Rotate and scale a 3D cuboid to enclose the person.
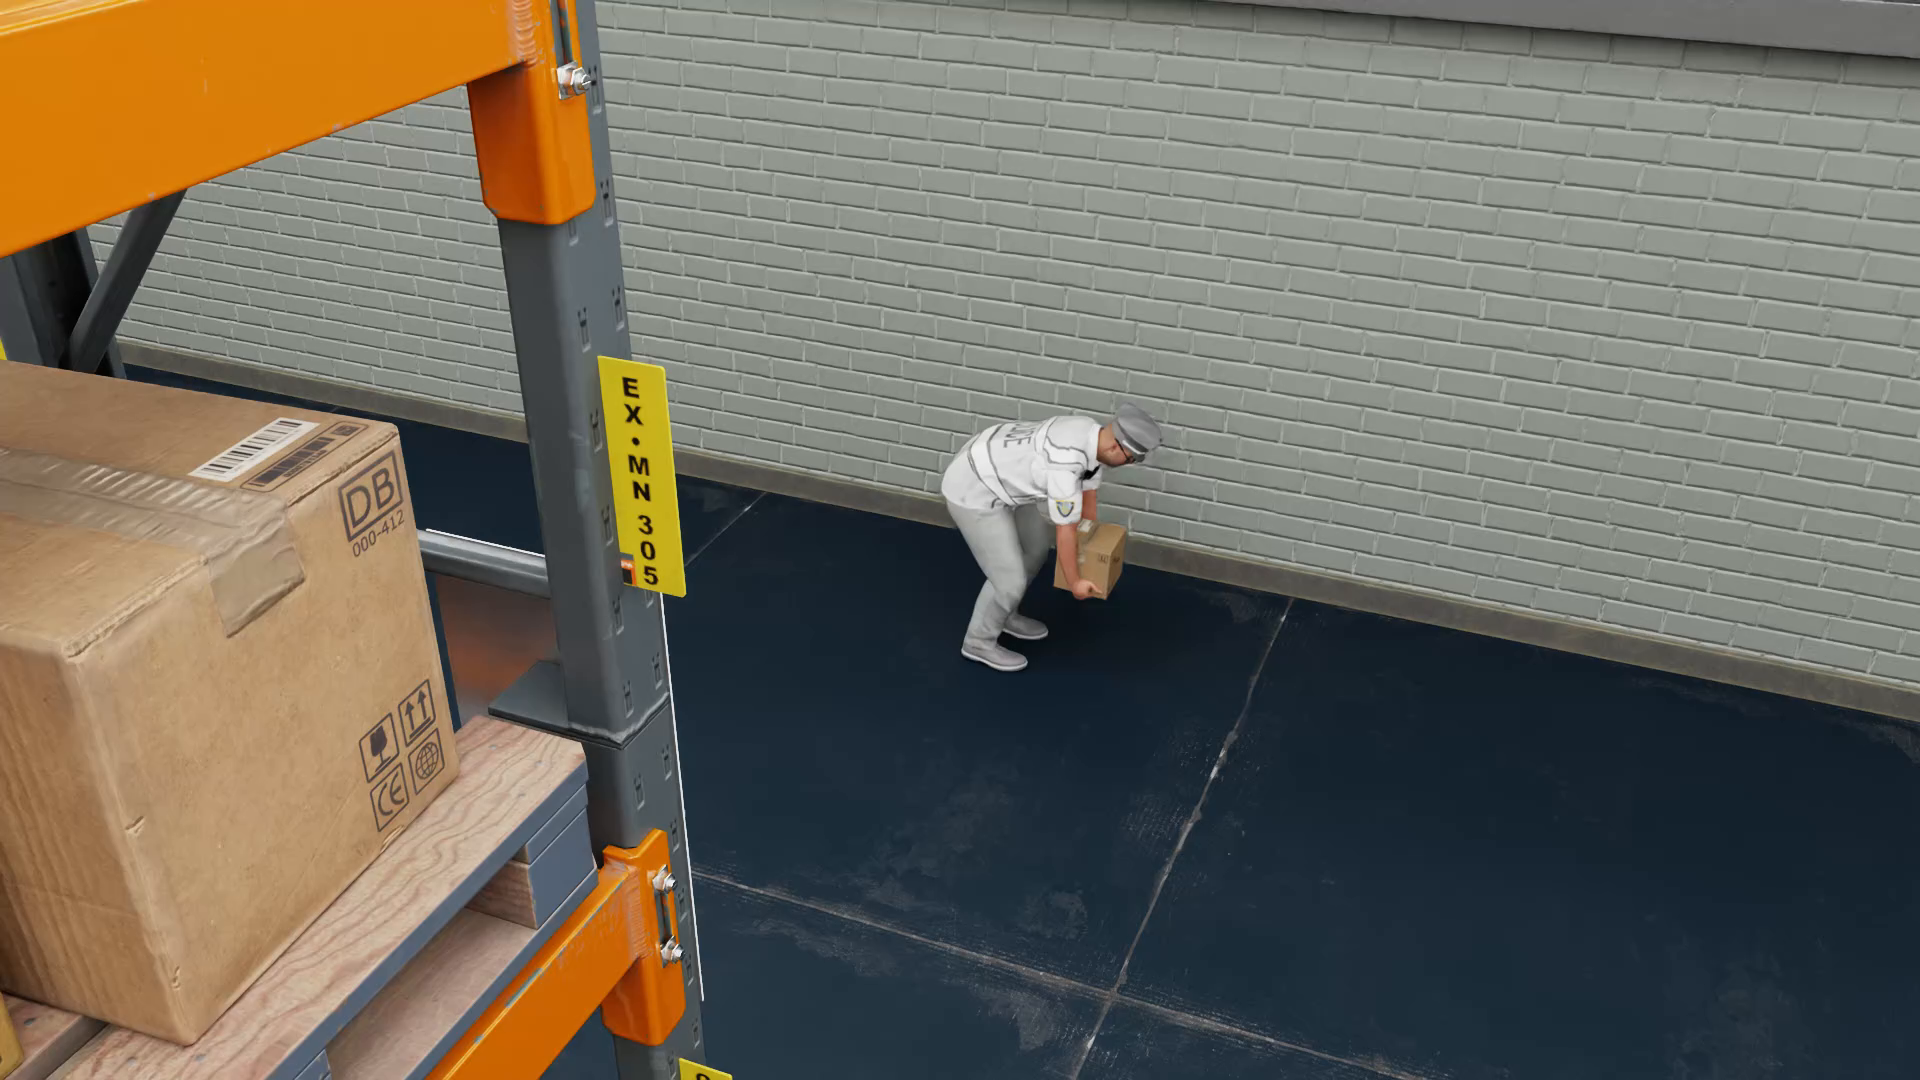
[{"bbox_3d":[0.408,-0.034,7.605,0.987,1.341,0.495,10,31,17],"label":"person"}]
